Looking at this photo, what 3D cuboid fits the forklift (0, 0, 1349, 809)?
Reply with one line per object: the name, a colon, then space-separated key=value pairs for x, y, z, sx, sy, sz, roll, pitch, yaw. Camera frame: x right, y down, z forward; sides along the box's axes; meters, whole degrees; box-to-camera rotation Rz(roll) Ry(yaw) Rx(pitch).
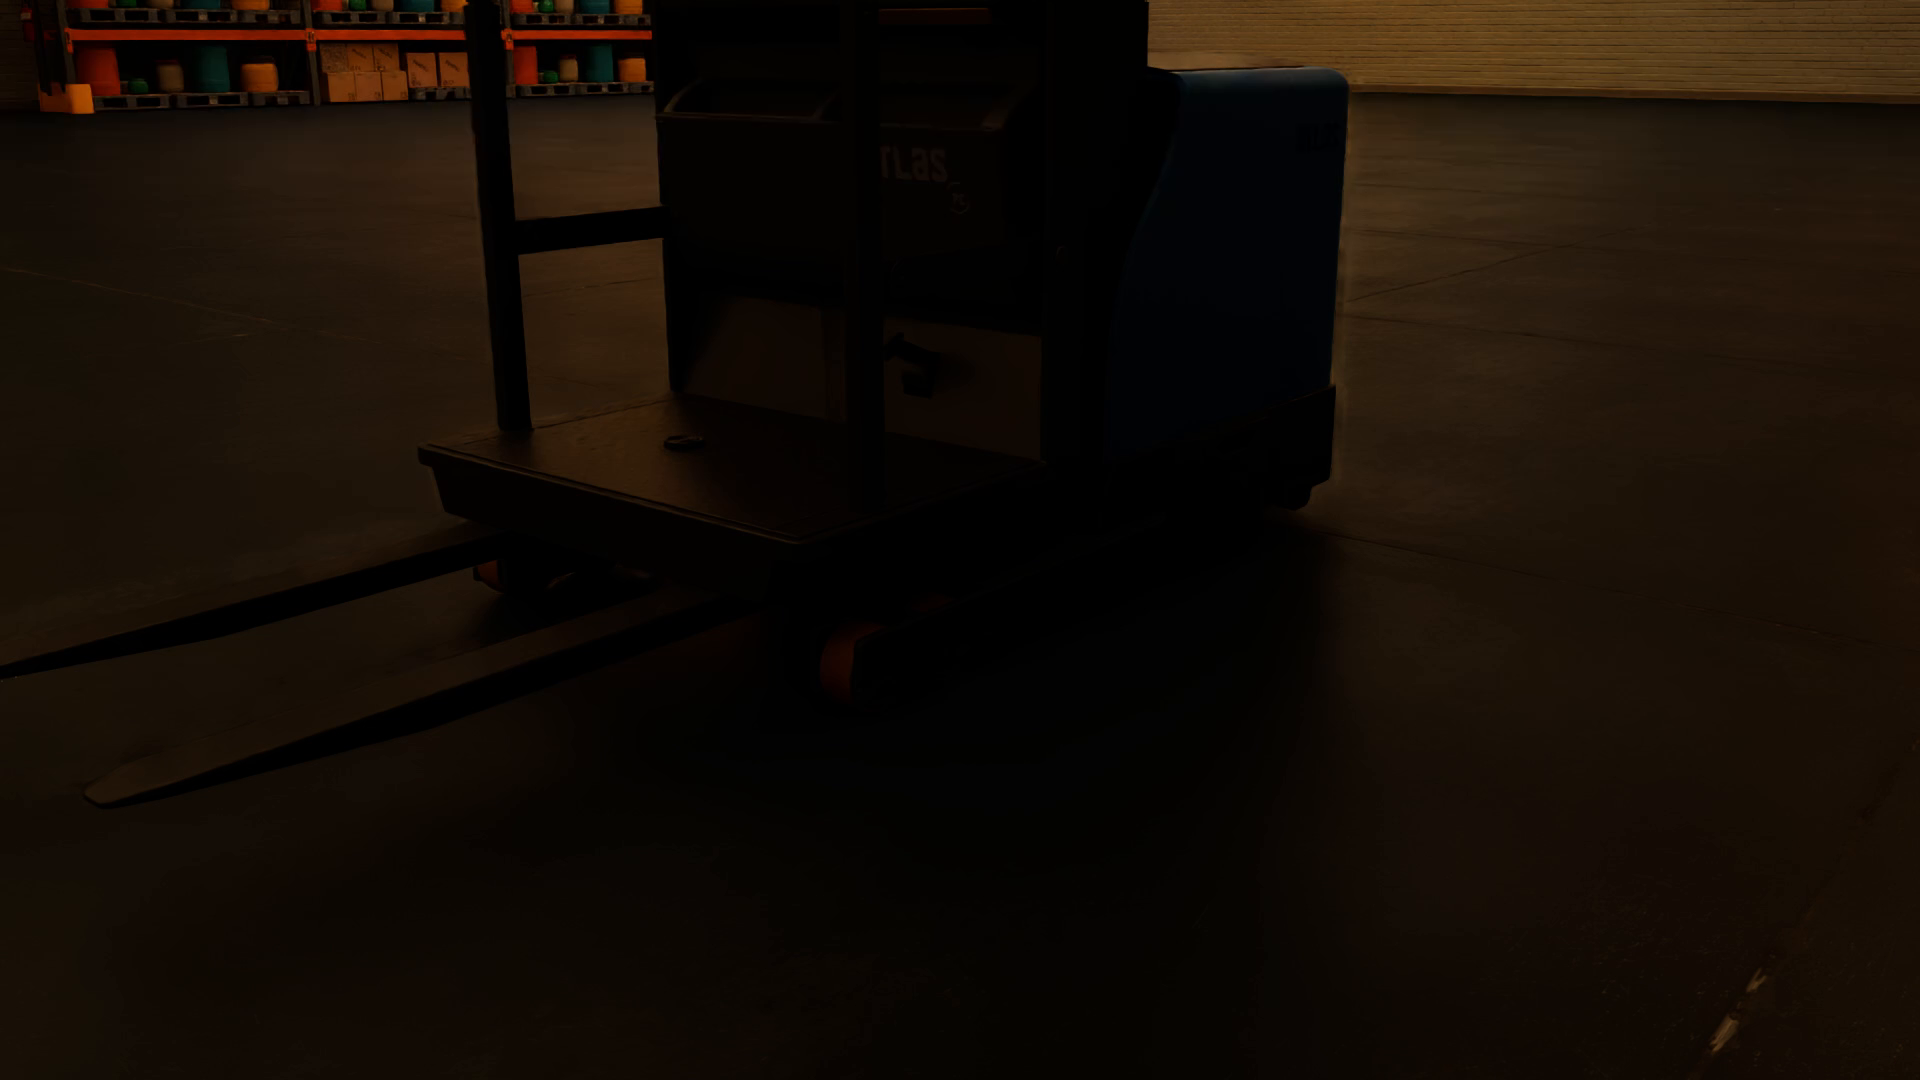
forklift: x=-0.378 y=-1.259 z=3.044 sx=1.130 sy=2.935 sz=3.031 roll=13 pitch=21 yaw=37
